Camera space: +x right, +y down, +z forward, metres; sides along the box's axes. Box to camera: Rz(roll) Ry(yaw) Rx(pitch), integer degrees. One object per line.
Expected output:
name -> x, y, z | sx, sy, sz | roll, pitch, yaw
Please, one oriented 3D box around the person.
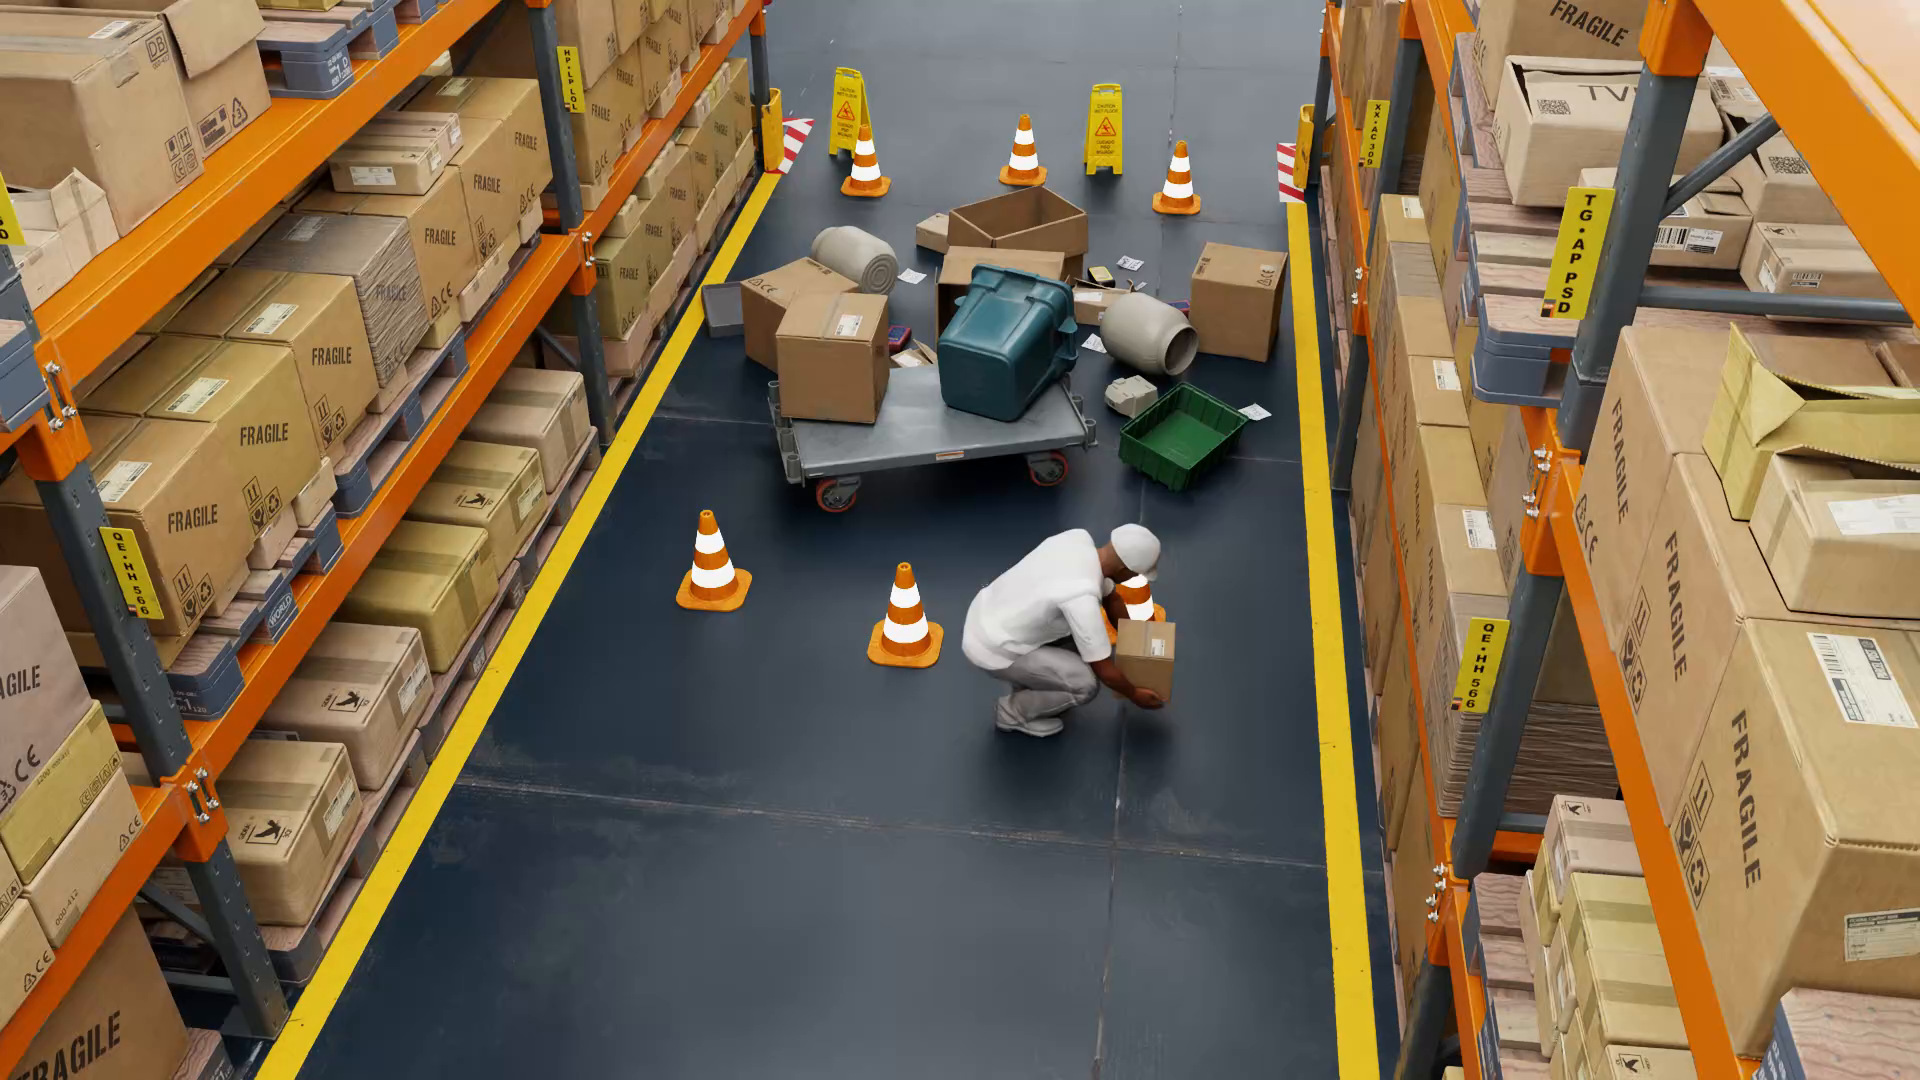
person -> 0.465, 0.351, 7.200 | 0.895, 0.996, 0.586 | 4, 36, 6
